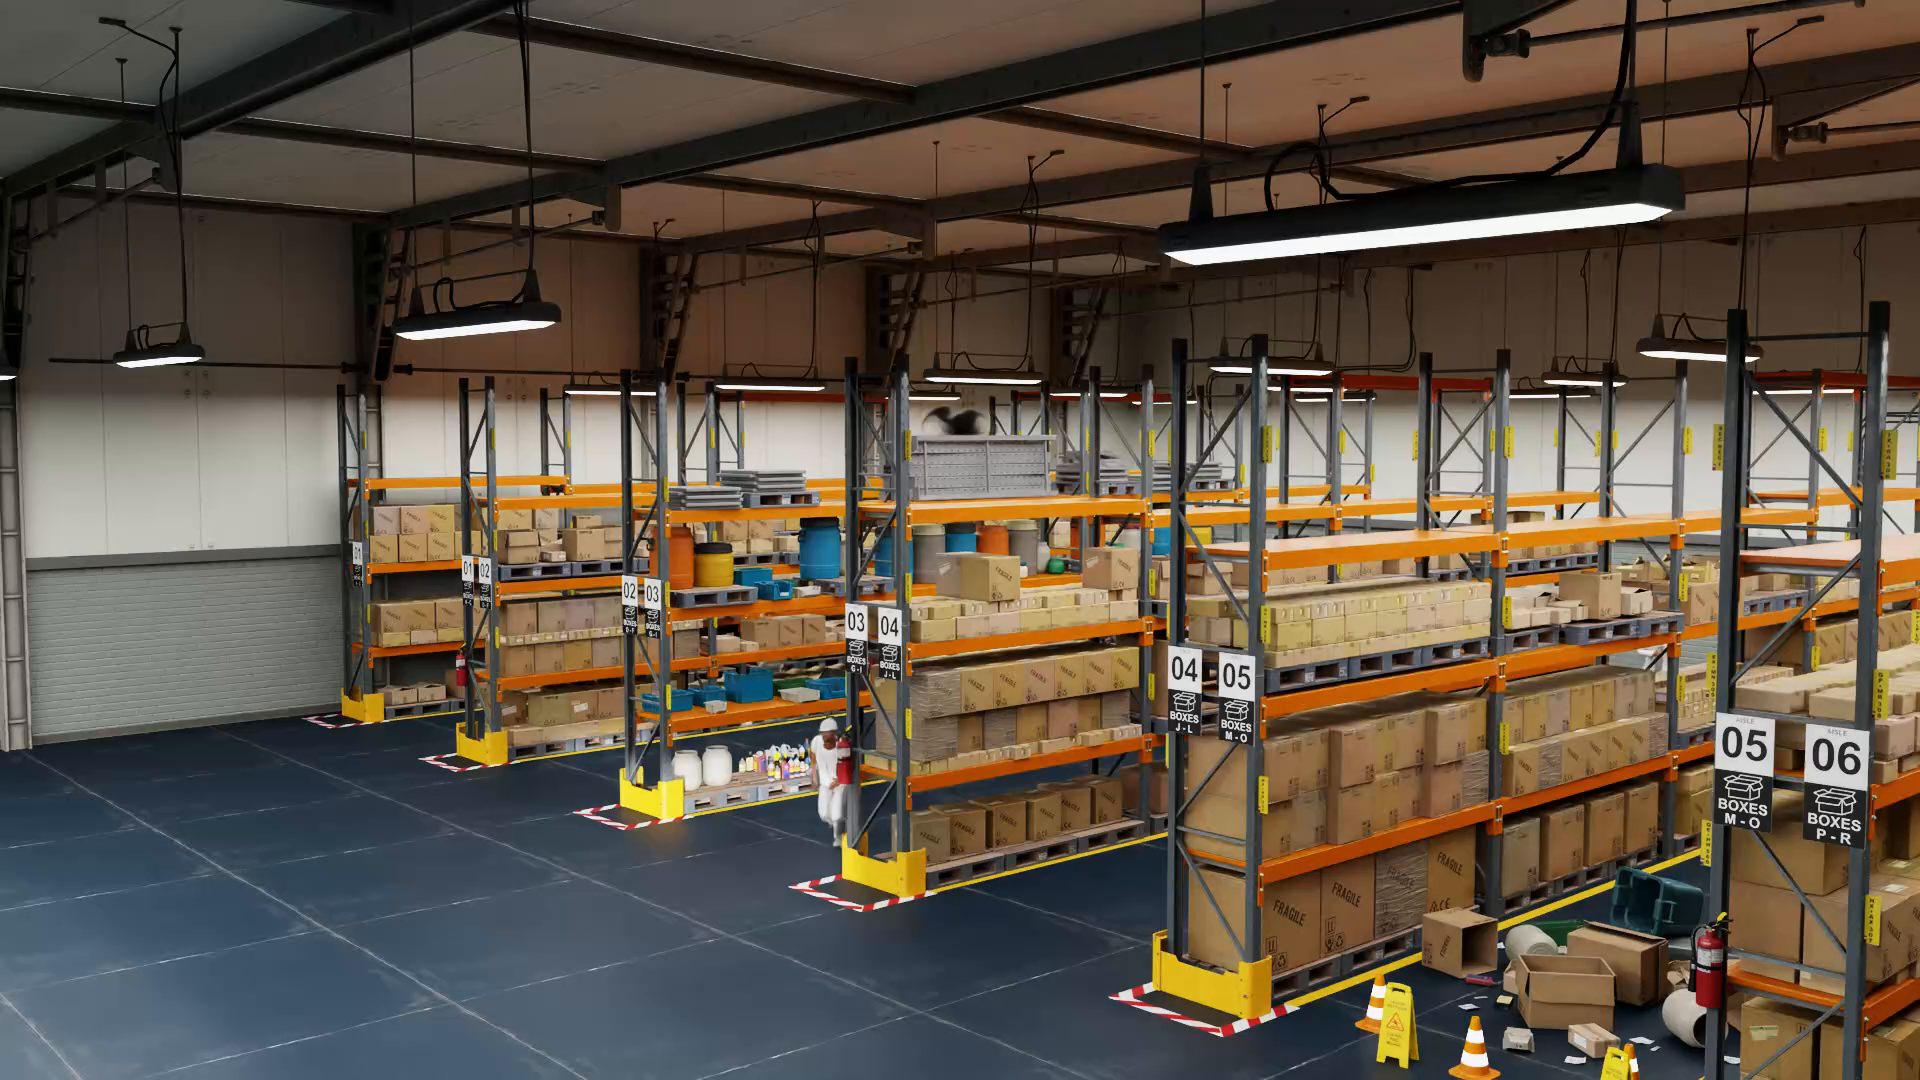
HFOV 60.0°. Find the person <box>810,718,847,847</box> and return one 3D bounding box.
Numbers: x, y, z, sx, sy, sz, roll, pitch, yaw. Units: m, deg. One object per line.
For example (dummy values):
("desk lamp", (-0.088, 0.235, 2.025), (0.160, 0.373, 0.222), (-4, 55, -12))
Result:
("person", (-1.578, 2.987, 20.454), (0.726, 1.641, 0.653), (2, 4, 25))

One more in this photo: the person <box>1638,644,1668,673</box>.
("person", (12.474, 2.333, 29.762), (0.680, 1.856, 0.900), (1, 4, 15))

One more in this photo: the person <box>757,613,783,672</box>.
("person", (-3.820, 2.204, 33.128), (0.574, 1.645, 0.822), (3, 5, 38))
